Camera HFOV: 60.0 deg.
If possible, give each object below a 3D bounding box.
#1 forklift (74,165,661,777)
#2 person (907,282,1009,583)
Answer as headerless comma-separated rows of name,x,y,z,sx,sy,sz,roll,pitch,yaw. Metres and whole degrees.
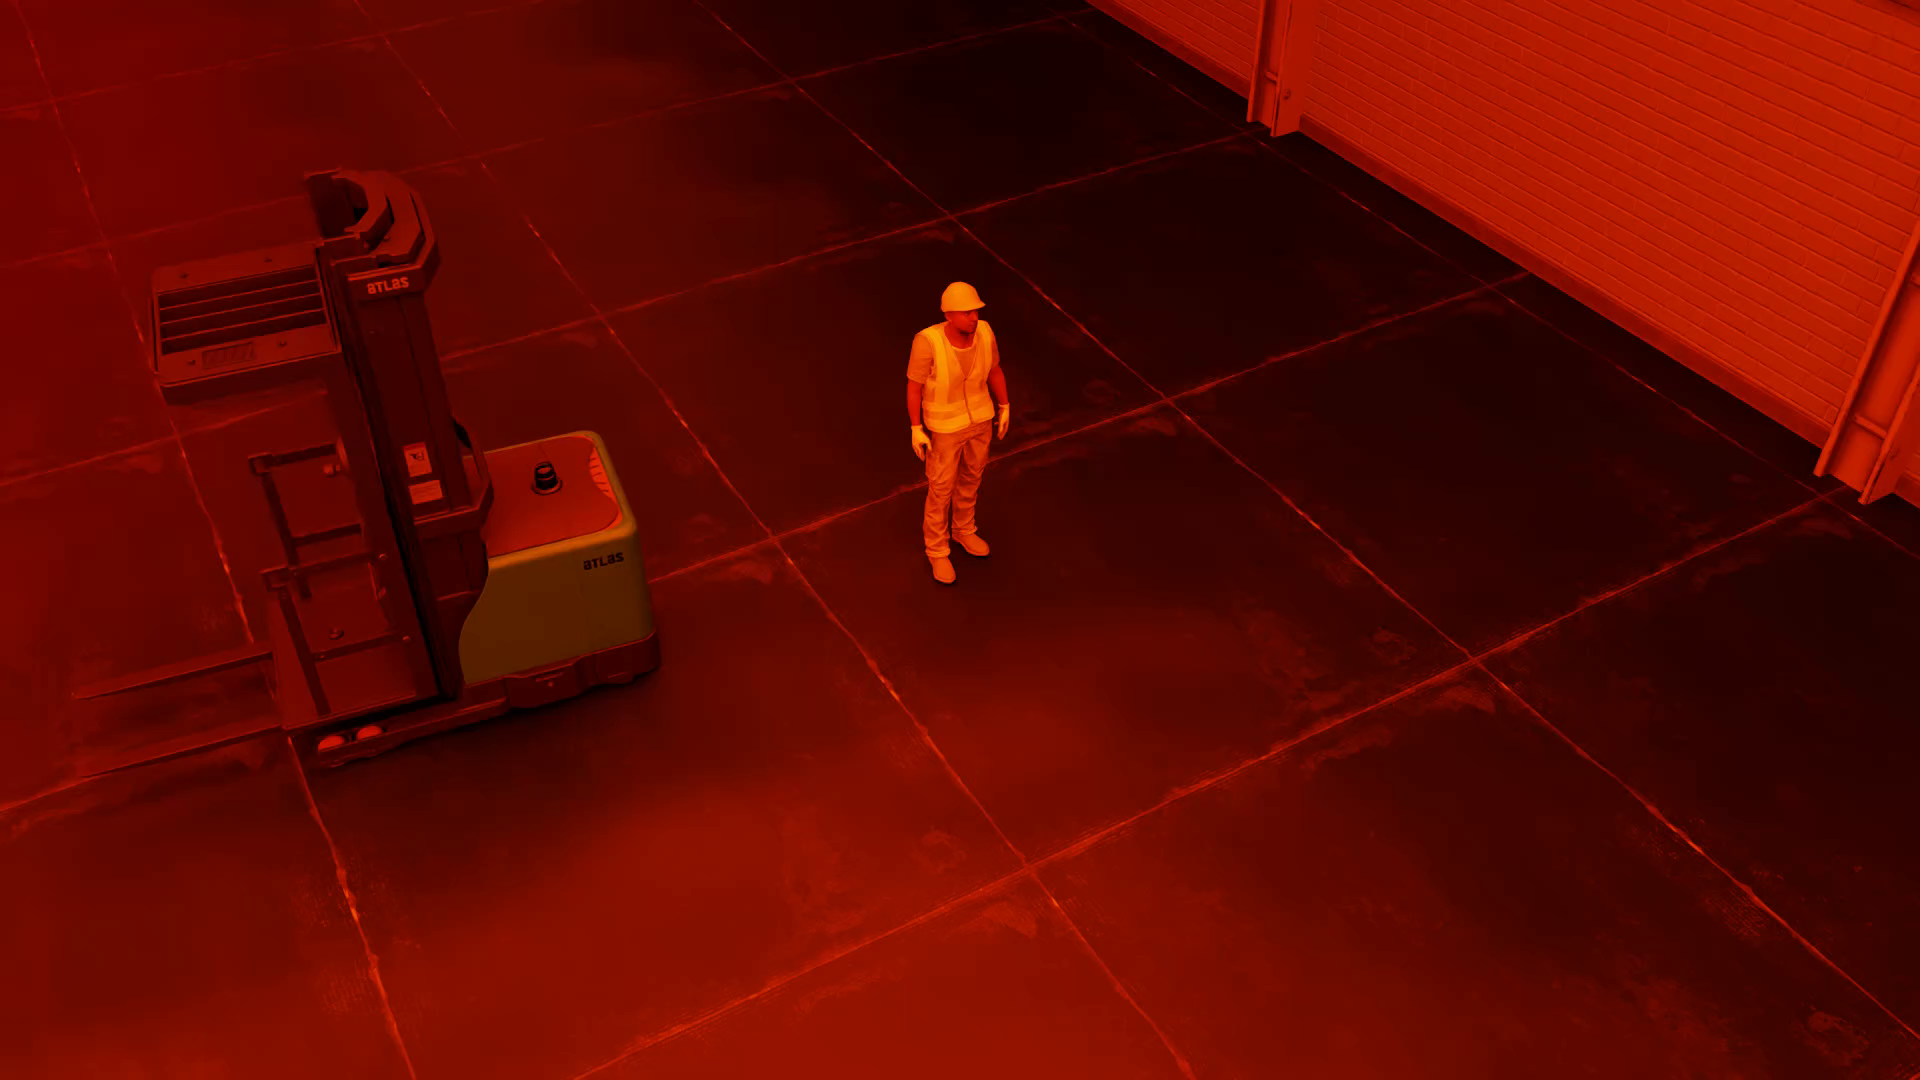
forklift,-3.259,-0.304,8.403,3.031,2.935,1.130,-15,42,-17
person,0.029,-0.649,9.707,0.657,1.785,0.575,-20,44,-23
